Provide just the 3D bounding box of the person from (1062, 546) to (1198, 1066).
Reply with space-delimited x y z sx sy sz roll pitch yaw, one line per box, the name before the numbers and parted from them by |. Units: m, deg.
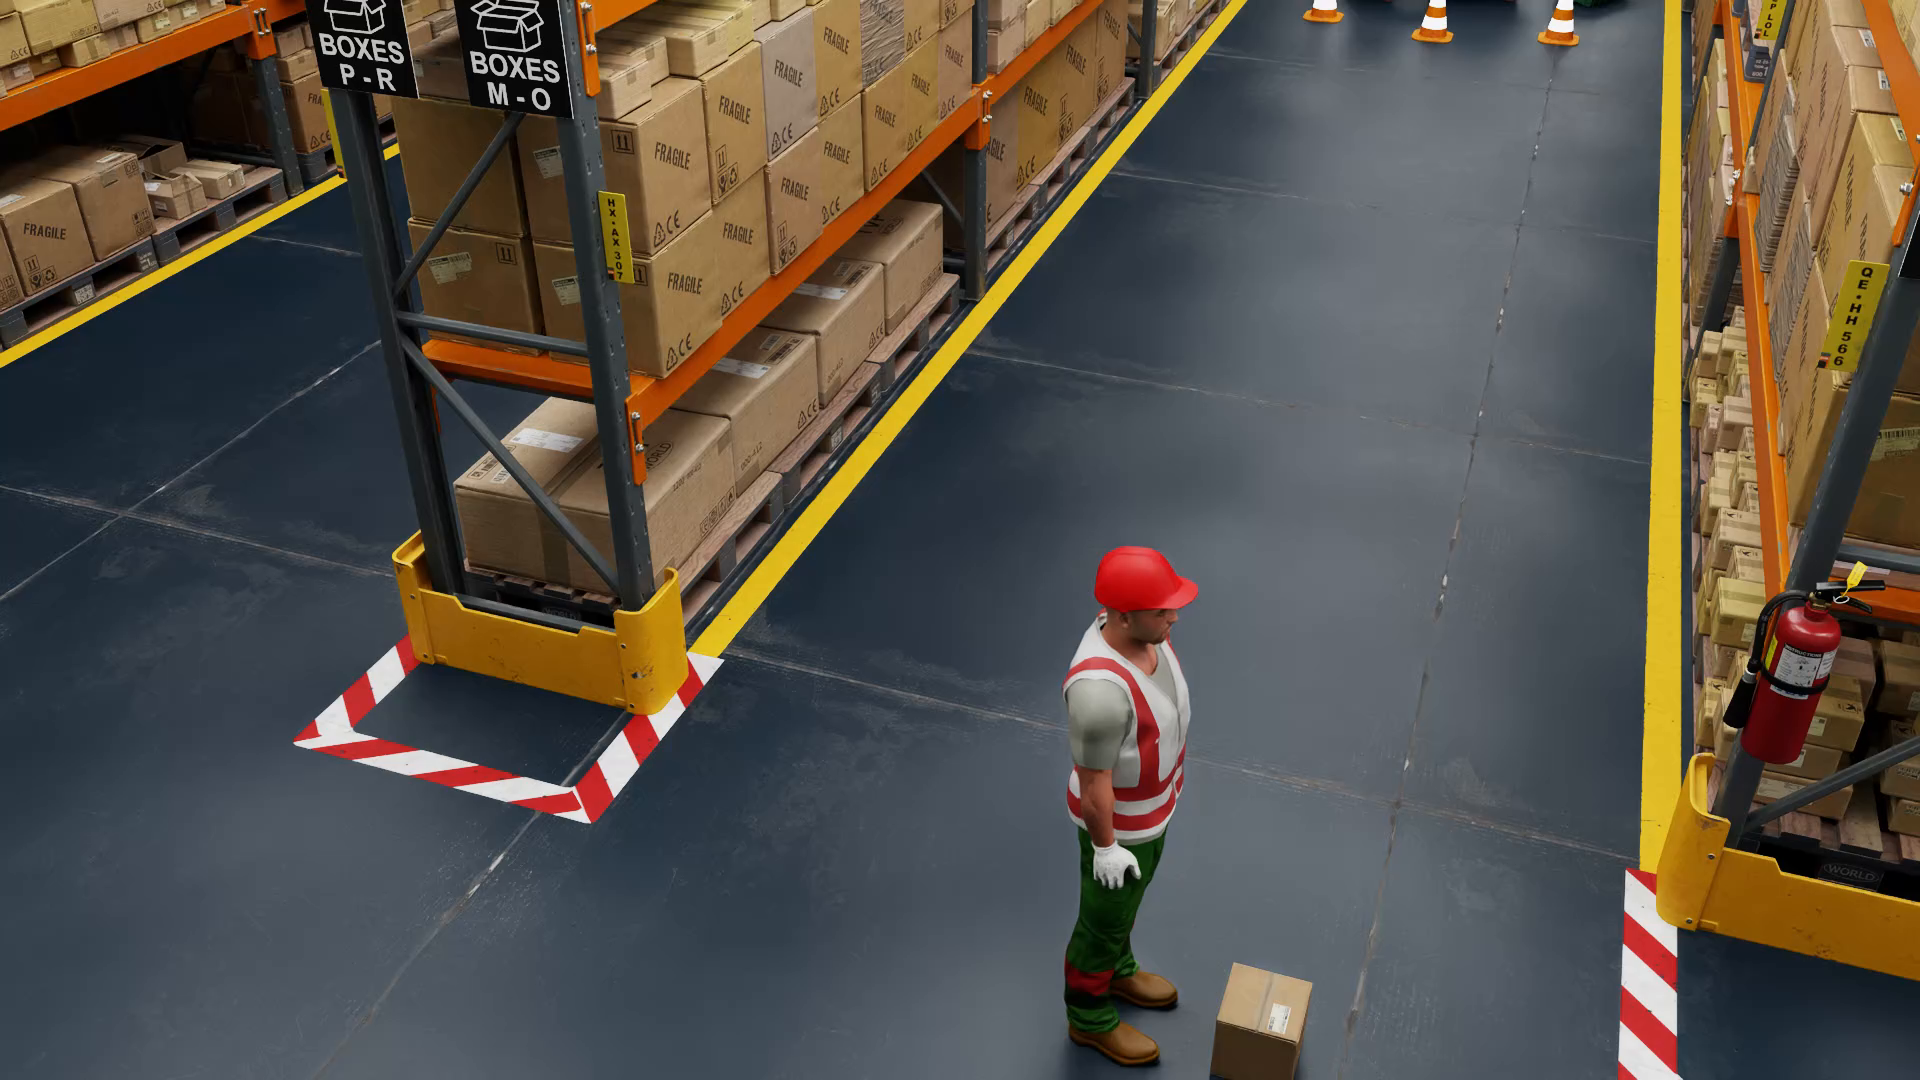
person | 0.500 0.783 4.902 0.367 1.792 0.529 12 35 17
